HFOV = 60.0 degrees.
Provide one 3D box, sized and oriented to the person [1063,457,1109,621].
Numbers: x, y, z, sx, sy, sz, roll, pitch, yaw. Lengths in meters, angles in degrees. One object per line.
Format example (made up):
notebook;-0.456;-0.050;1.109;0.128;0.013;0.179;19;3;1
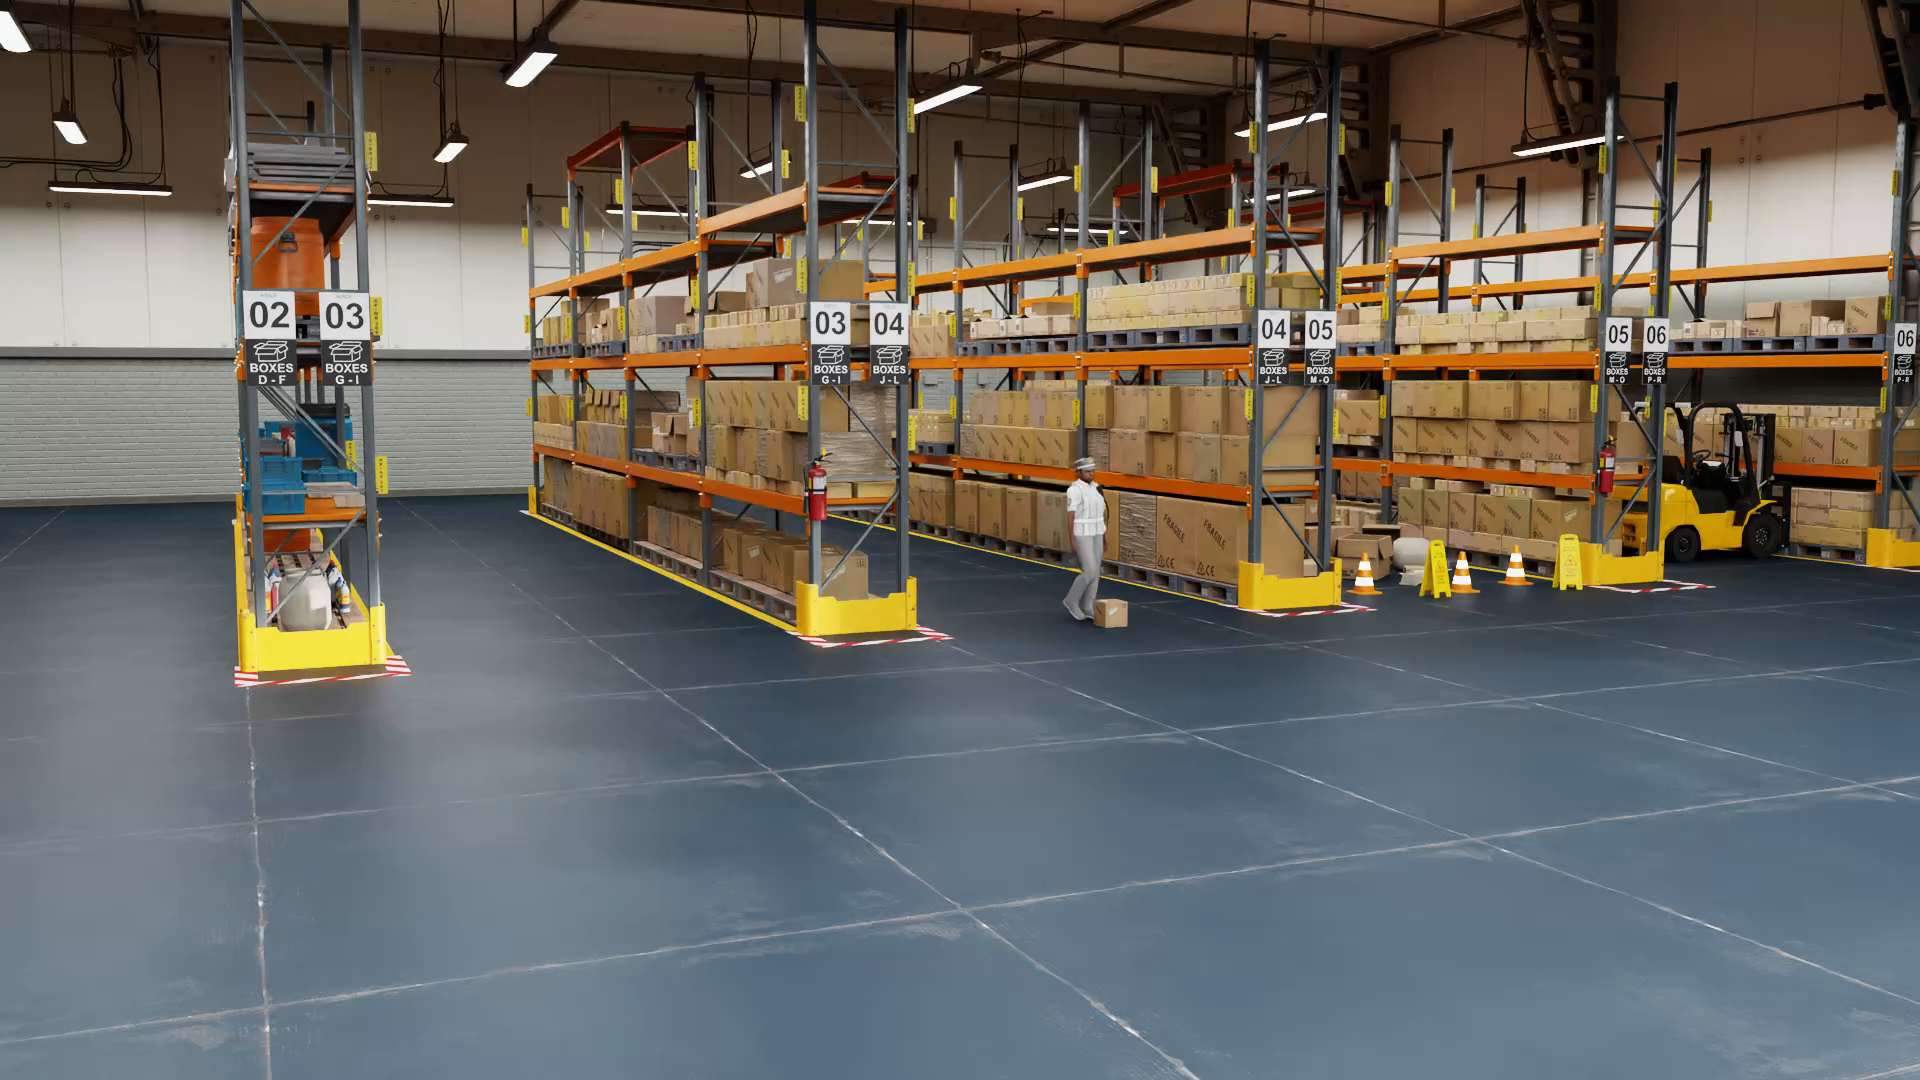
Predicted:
person;1.341;-0.013;17.029;0.465;1.683;0.421;-5;7;-42
